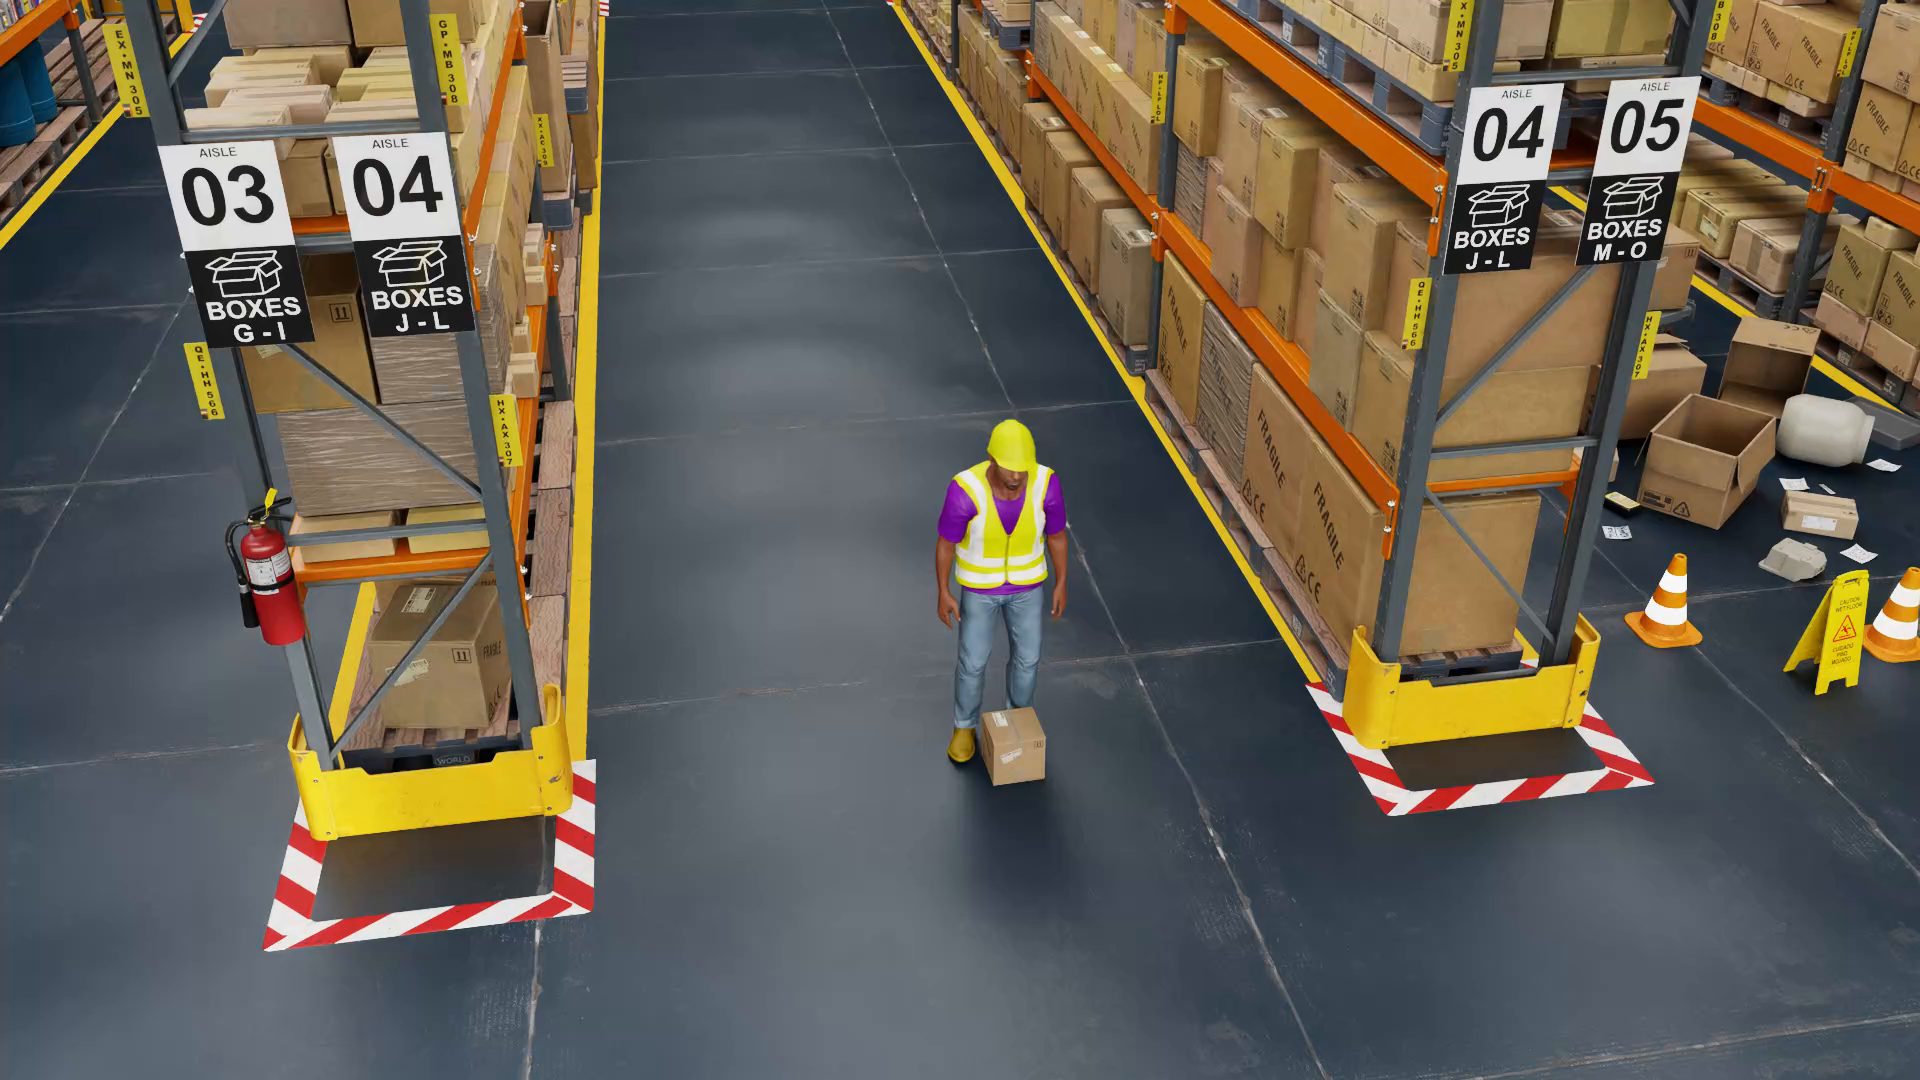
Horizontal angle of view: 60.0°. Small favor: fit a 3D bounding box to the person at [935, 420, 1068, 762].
[{"bbox_3d":[0.198,0.221,7.744,0.628,1.761,0.456,-5,31,-9],"label":"person"}]
